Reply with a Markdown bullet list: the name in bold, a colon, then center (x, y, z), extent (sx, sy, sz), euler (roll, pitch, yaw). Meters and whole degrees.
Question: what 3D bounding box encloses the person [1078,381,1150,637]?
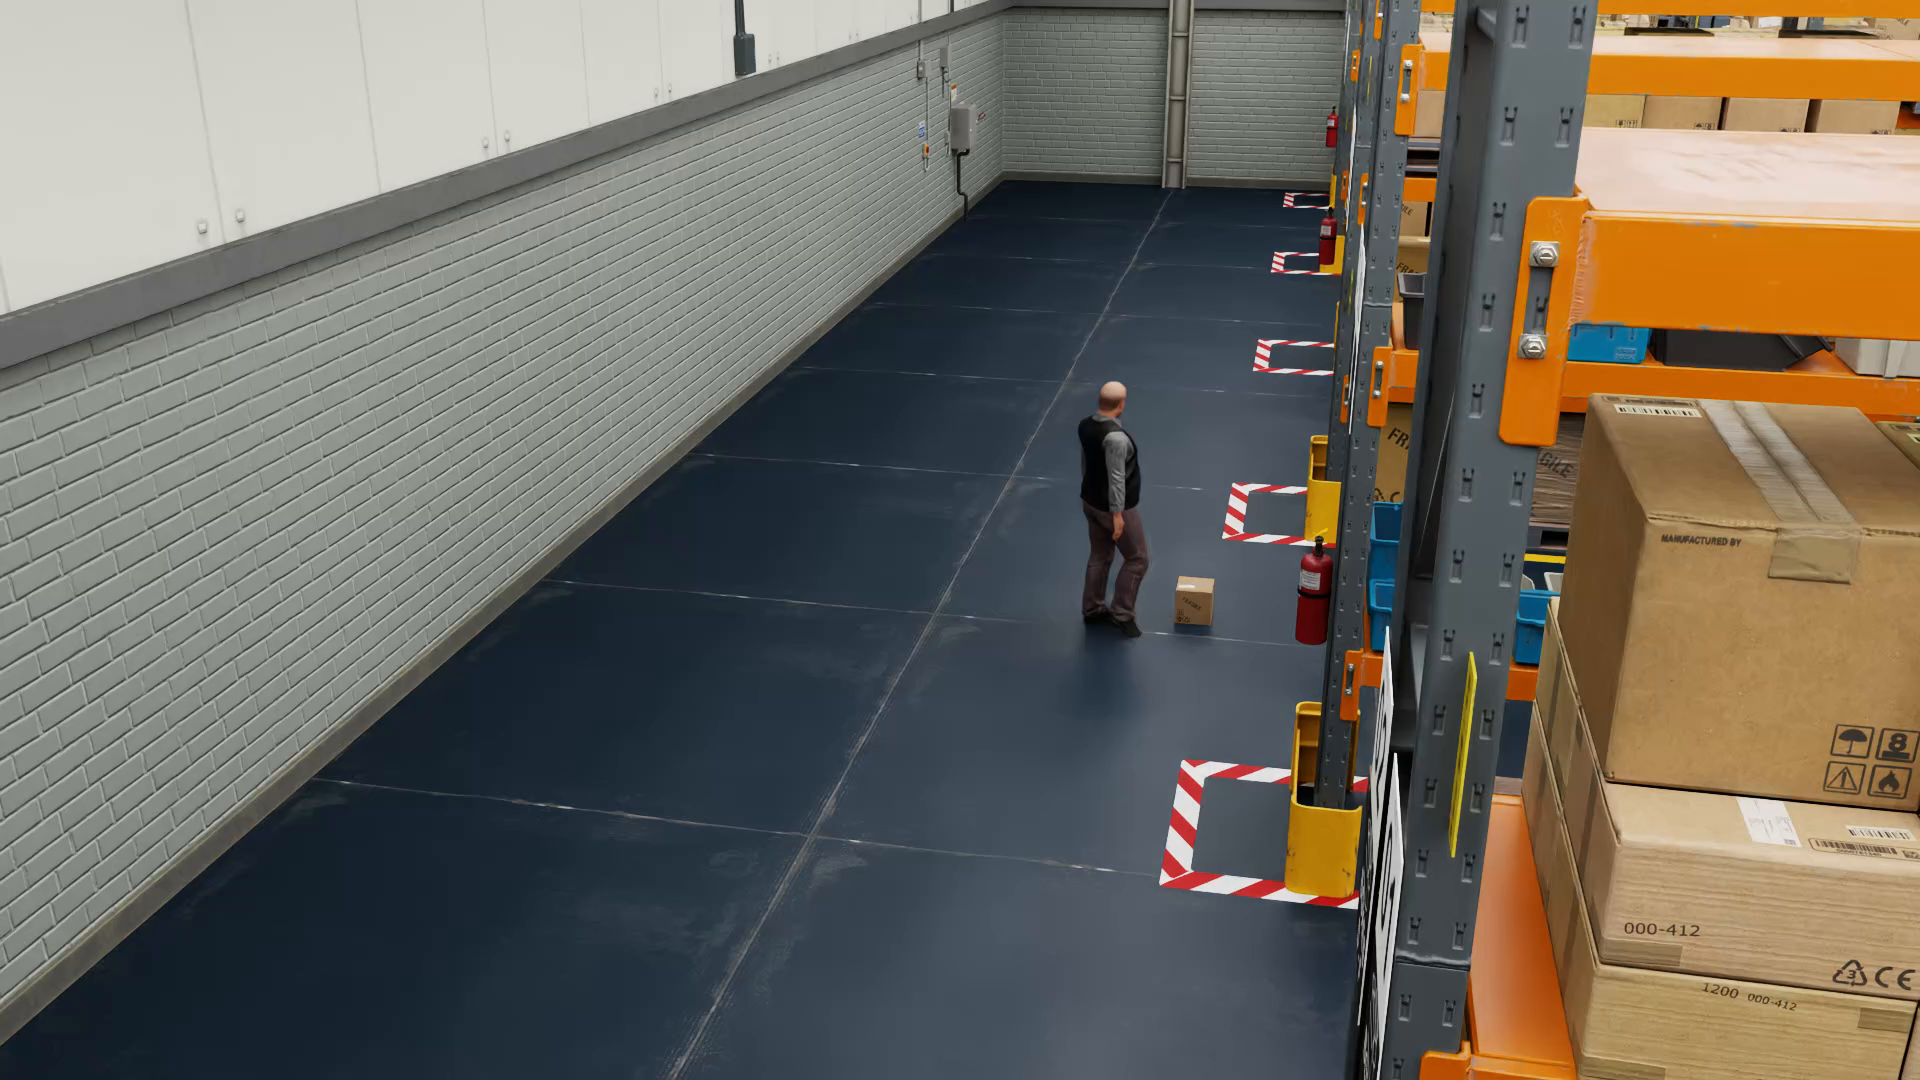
- **person**: center (1.022, -0.184, 11.157), extent (0.403, 1.807, 0.568), euler (-9, 23, -21)
